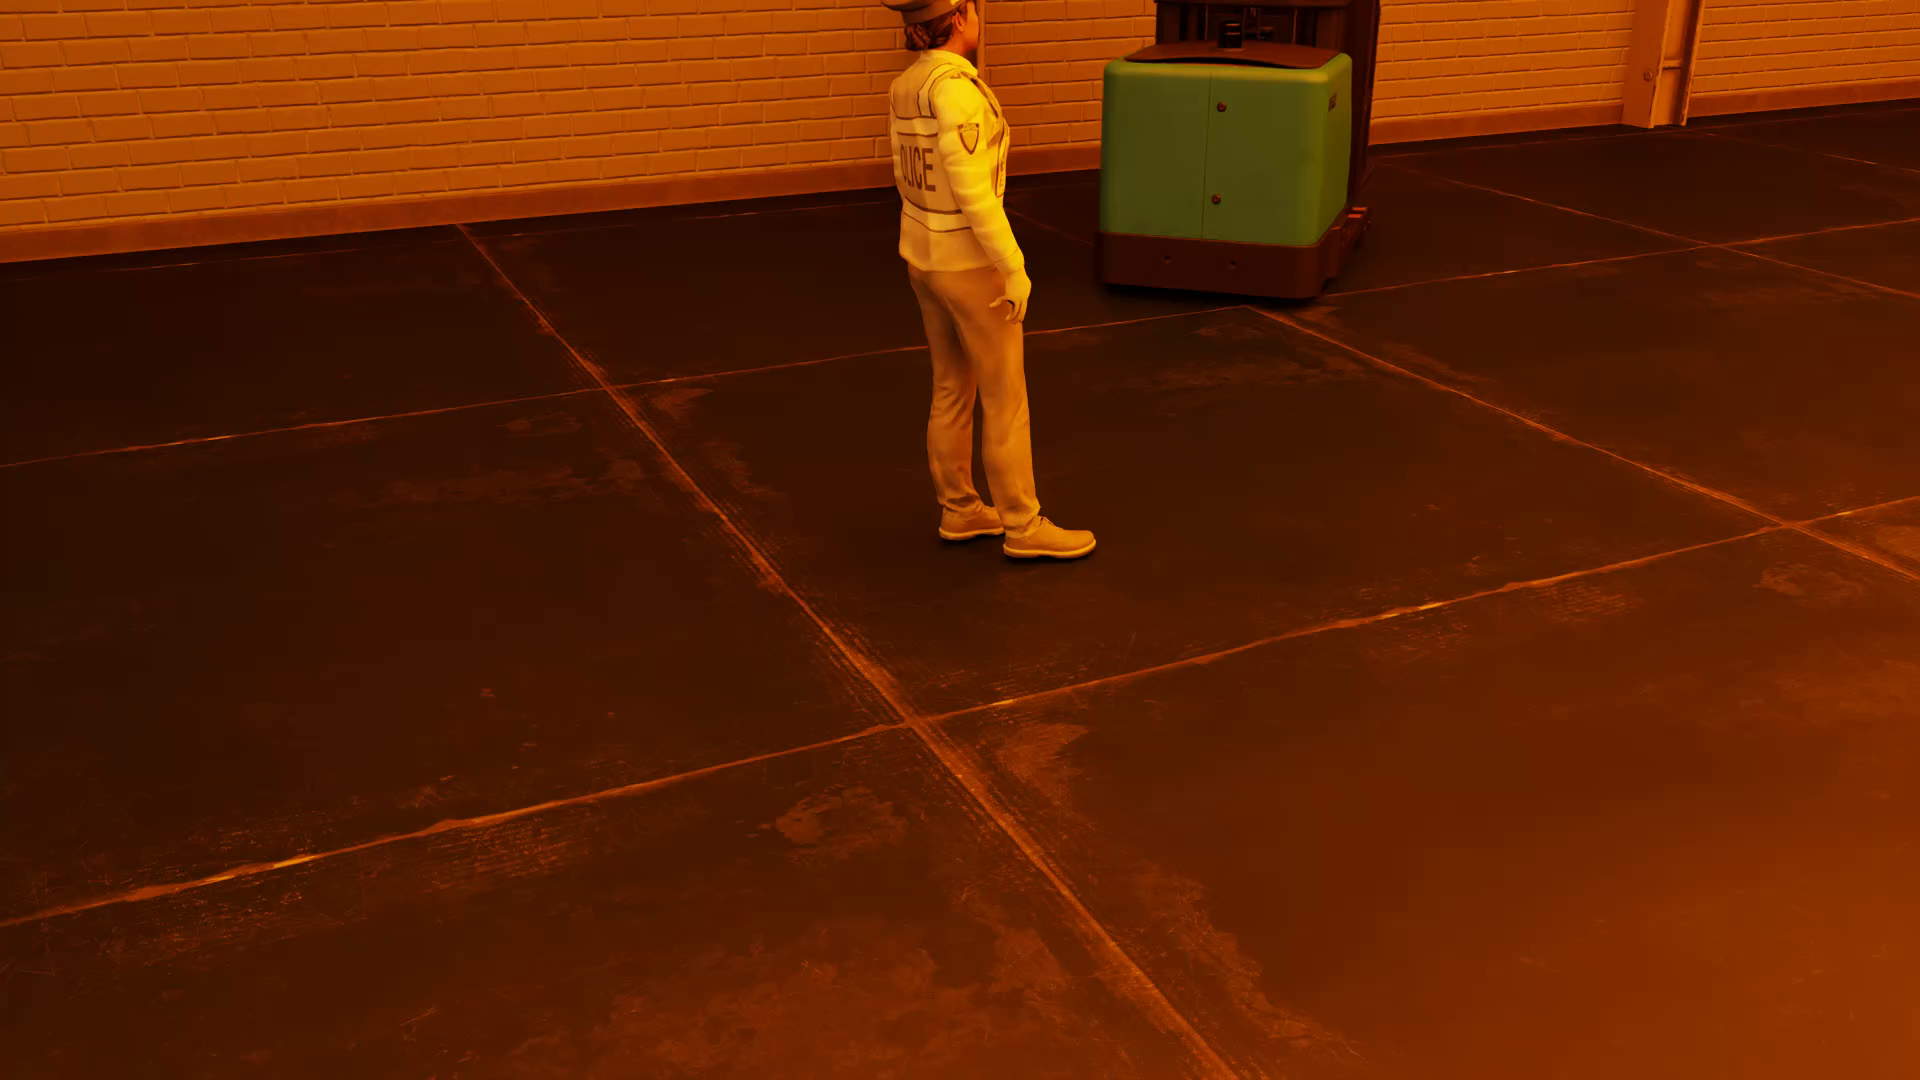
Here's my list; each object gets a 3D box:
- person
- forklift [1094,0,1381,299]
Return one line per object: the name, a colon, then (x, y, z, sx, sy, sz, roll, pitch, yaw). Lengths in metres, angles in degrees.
person: (0.065, -0.798, 4.800, 0.531, 1.695, 0.587, -10, 25, -23)
forklift: (1.614, -2.984, 8.469, 1.130, 2.935, 3.031, 8, 24, 18)
